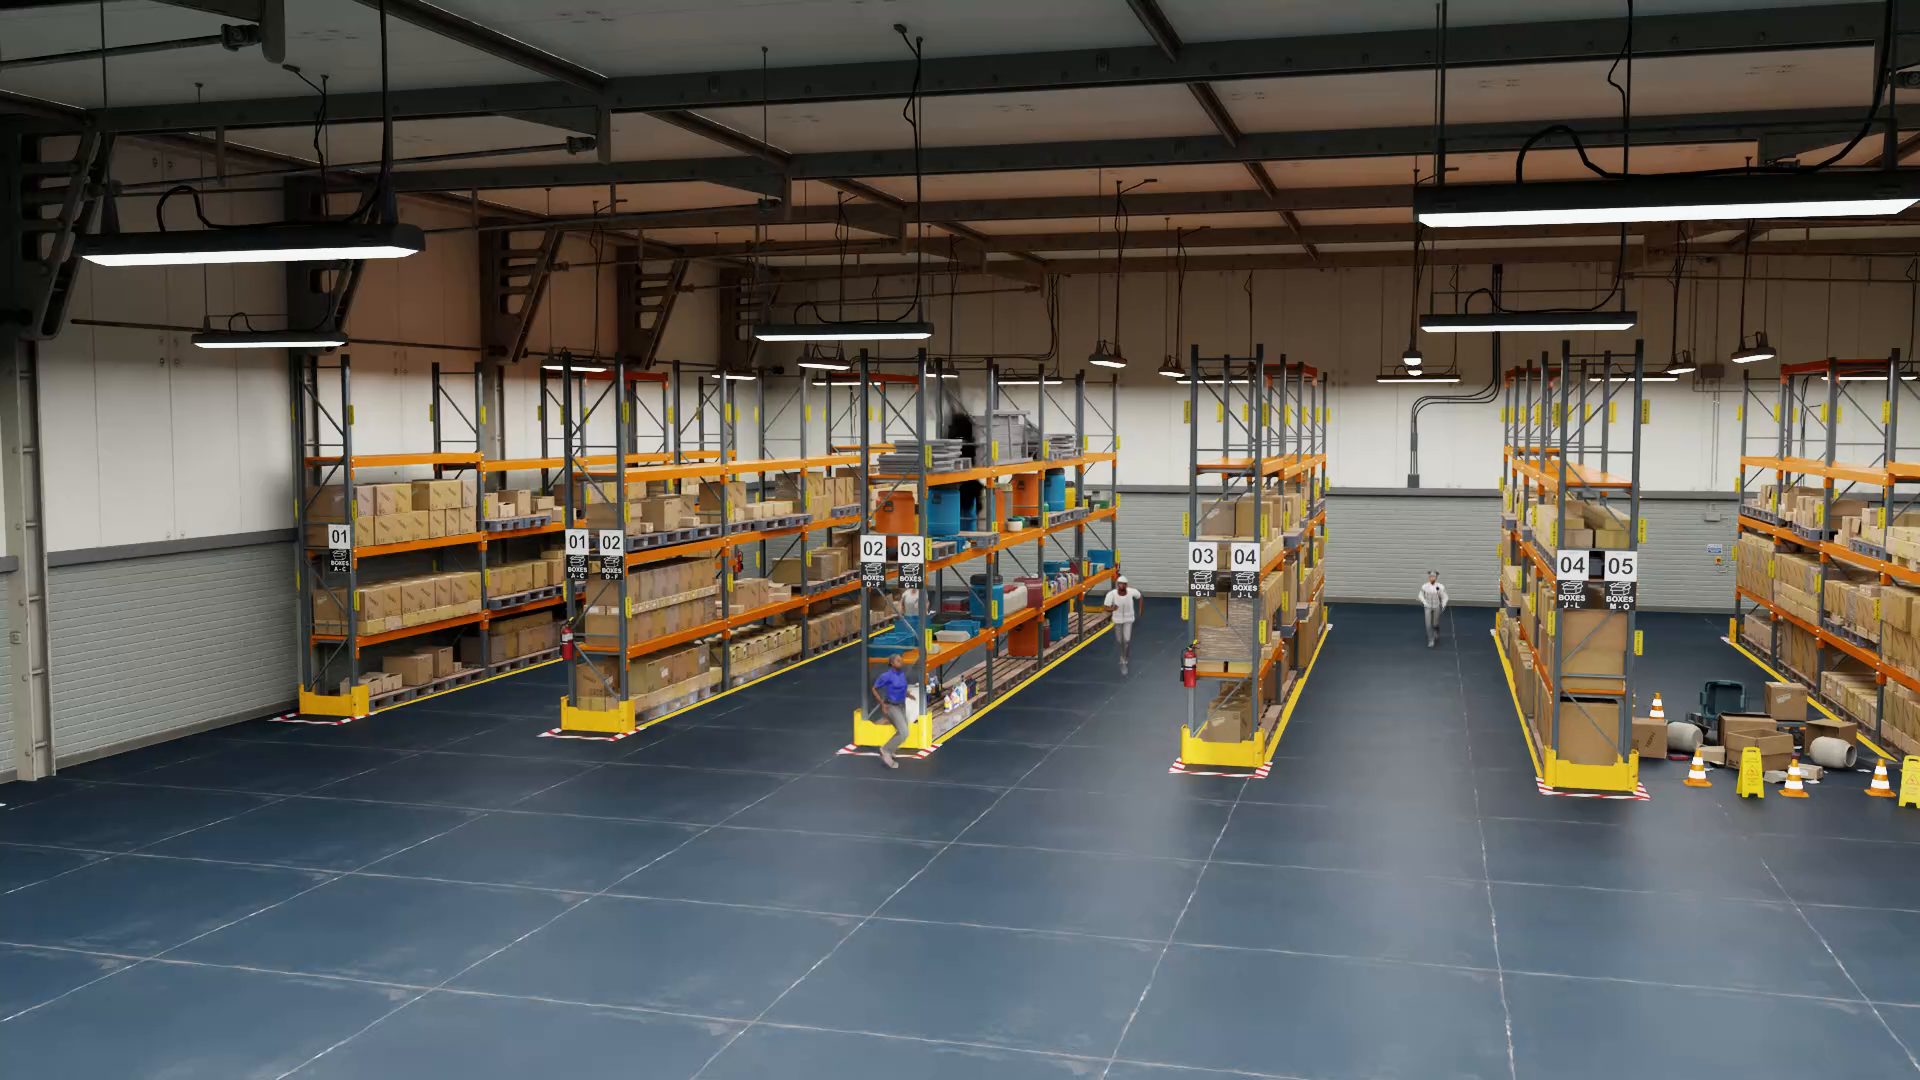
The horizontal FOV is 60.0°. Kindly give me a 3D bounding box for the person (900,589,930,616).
[{"bbox_3d":[-0.865,1.533,31.477,0.553,1.667,0.800,1,4,12],"label":"person"}]

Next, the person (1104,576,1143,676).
[{"bbox_3d":[3.070,1.590,31.294,0.728,1.857,0.831,0,4,5],"label":"person"}]

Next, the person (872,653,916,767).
[{"bbox_3d":[-0.881,2.421,23.568,0.596,1.624,0.561,3,5,32],"label":"person"}]

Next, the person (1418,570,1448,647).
[{"bbox_3d":[10.268,1.479,36.132,0.616,1.659,0.554,2,5,21],"label":"person"}]
